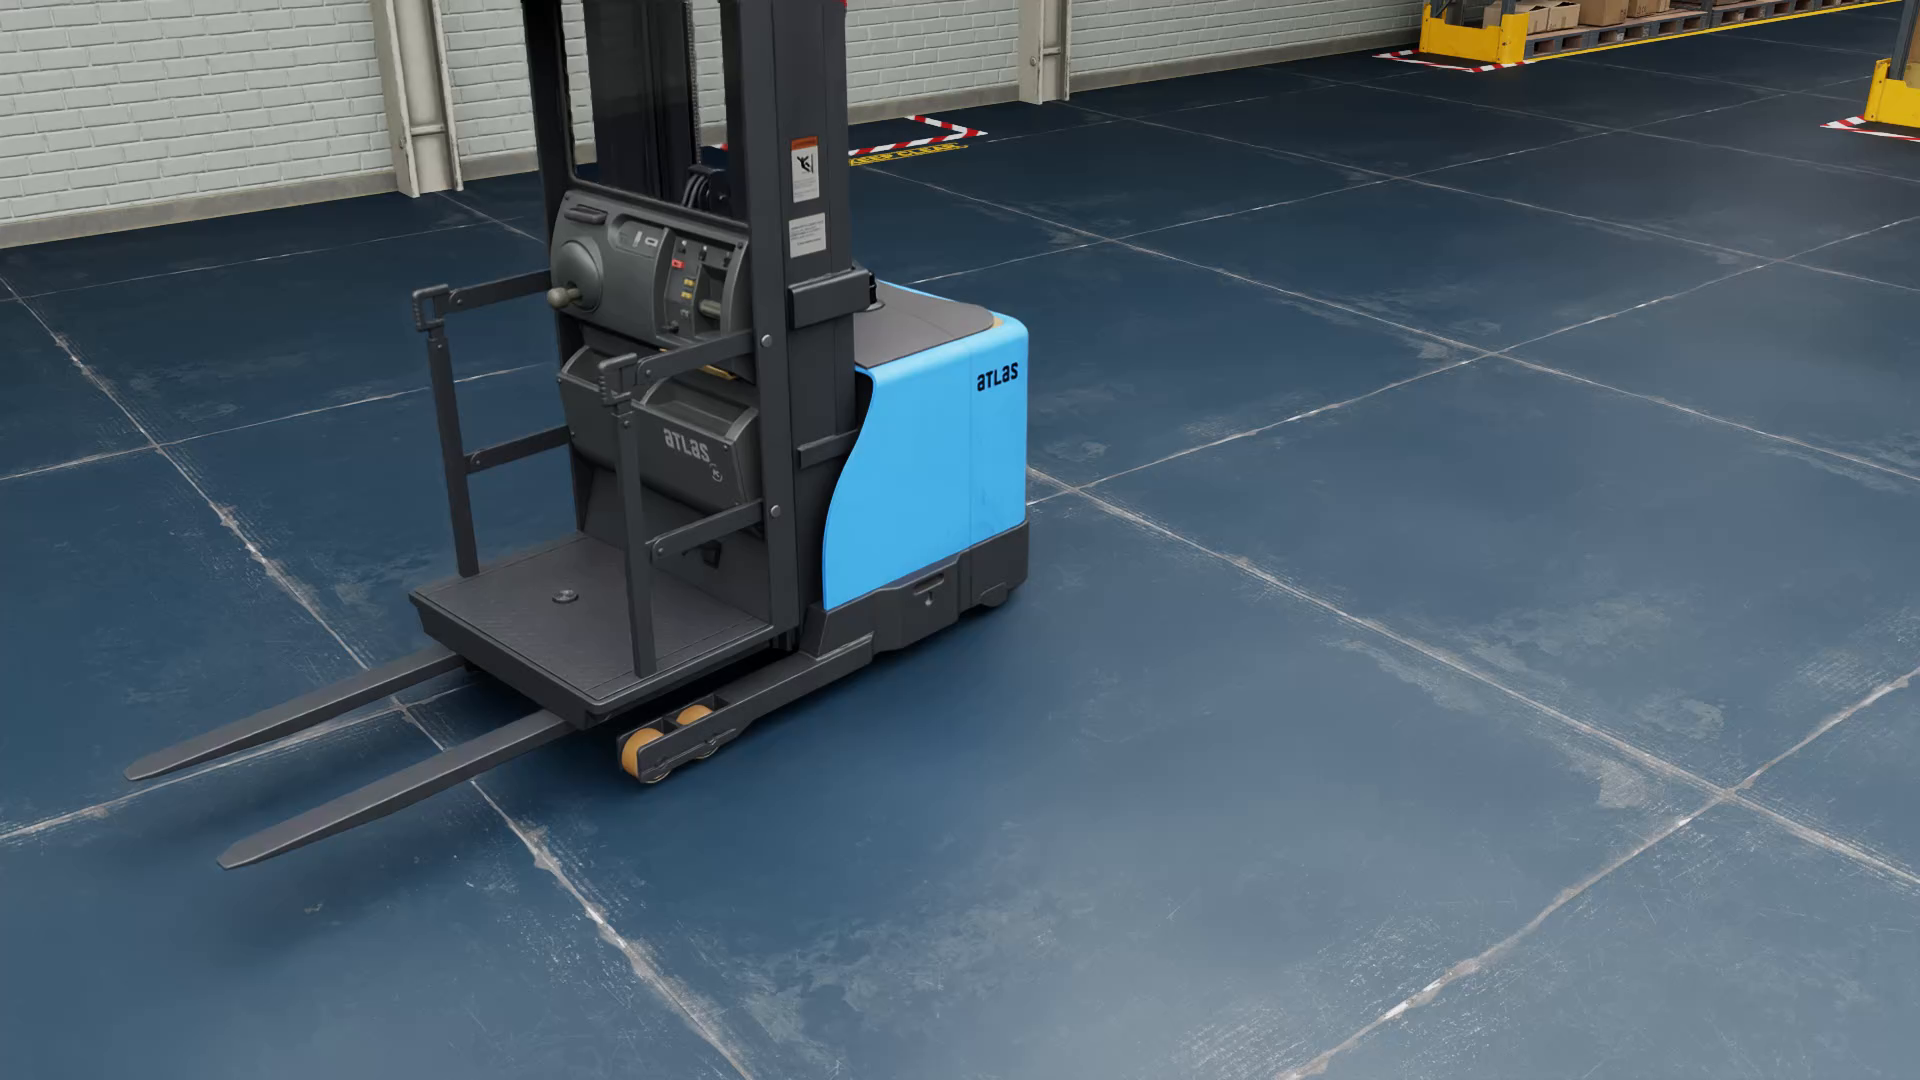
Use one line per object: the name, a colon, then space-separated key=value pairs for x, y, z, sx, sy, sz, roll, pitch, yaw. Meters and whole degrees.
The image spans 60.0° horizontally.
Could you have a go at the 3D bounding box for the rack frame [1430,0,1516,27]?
rack frame: x=5.491 y=-6.611 z=17.431 sx=0.127 sy=3.000 sz=1.000 roll=-18 pitch=31 yaw=-34

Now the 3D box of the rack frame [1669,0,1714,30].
rack frame: x=8.639 y=-7.650 z=19.670 sx=0.127 sy=3.000 sz=1.000 roll=-18 pitch=31 yaw=-34

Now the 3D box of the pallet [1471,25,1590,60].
pallet: x=6.212 y=-5.565 z=18.490 sx=1.213 sy=0.211 sz=1.003 roll=-18 pitch=31 yaw=-34

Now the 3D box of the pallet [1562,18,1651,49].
pallet: x=7.172 y=-5.880 z=19.169 sx=1.213 sy=0.211 sz=1.003 roll=-18 pitch=31 yaw=-34

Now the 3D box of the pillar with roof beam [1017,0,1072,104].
pillar with roof beam: x=3.443 y=-6.815 z=10.746 sx=0.400 sy=9.000 sz=9.100 roll=-18 pitch=31 yaw=-34

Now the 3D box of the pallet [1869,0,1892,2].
pallet: x=12.454 y=-7.604 z=22.883 sx=1.213 sy=0.211 sz=1.003 roll=-18 pitch=31 yaw=-34

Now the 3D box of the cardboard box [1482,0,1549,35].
cardboard box: x=6.091 y=-5.740 z=18.227 sx=0.500 sy=0.311 sz=0.500 roll=-23 pitch=33 yaw=-40

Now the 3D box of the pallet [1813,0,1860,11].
pallet: x=11.171 y=-7.221 z=22.059 sx=1.213 sy=0.211 sz=1.003 roll=-18 pitch=31 yaw=-34

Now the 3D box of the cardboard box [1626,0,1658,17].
cardboard box: x=7.847 y=-6.433 z=19.494 sx=0.500 sy=0.500 sz=0.500 roll=-21 pitch=32 yaw=-38

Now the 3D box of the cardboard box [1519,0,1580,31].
cardboard box: x=6.540 y=-5.889 z=18.546 sx=0.500 sy=0.311 sz=0.500 roll=-15 pitch=29 yaw=-30

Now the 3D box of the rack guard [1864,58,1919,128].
rack guard: x=8.532 y=-3.830 z=14.410 sx=0.348 sy=0.500 sz=1.175 roll=-18 pitch=31 yaw=-34

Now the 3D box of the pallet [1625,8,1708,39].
pallet: x=8.132 y=-6.199 z=19.855 sx=1.213 sy=0.211 sz=1.003 roll=-18 pitch=31 yaw=-34

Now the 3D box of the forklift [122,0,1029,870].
forklift: x=-1.124 y=-0.823 z=5.041 sx=1.130 sy=2.935 sz=3.031 roll=22 pitch=33 yaw=39

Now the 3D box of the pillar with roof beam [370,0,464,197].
pillar with roof beam: x=-1.278 y=-5.257 z=7.388 sx=0.400 sy=9.000 sz=9.100 roll=-18 pitch=31 yaw=-34

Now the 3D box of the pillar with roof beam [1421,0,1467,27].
pillar with roof beam: x=8.165 y=-8.374 z=14.104 sx=0.400 sy=9.000 sz=9.100 roll=-18 pitch=31 yaw=-34

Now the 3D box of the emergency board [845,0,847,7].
emergency board: x=-1.181 y=-4.891 z=13.726 sx=0.643 sy=1.169 sz=0.194 roll=-18 pitch=31 yaw=-34

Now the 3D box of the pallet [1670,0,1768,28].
pallet: x=9.251 y=-6.588 z=20.693 sx=1.213 sy=0.211 sz=1.003 roll=-18 pitch=31 yaw=-34

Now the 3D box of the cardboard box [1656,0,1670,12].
cardboard box: x=8.237 y=-6.415 z=19.853 sx=0.380 sy=0.166 sz=0.250 roll=22 pitch=33 yaw=39

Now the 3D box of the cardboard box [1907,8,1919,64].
cardboard box: x=8.789 y=-4.492 z=14.742 sx=0.500 sy=0.500 sz=0.500 roll=-18 pitch=31 yaw=-34

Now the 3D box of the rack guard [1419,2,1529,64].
rack guard: x=5.551 y=-5.496 z=17.999 sx=0.348 sy=0.500 sz=1.175 roll=-18 pitch=31 yaw=-34

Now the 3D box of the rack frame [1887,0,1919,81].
rack frame: x=8.551 y=-4.971 z=13.897 sx=0.127 sy=3.000 sz=1.000 roll=-18 pitch=31 yaw=-34

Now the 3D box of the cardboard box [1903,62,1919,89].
cardboard box: x=8.791 y=-4.151 z=14.898 sx=0.500 sy=0.250 sz=0.500 roll=-18 pitch=31 yaw=-34

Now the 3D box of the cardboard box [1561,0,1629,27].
cardboard box: x=7.148 y=-6.148 z=18.881 sx=0.500 sy=0.500 sz=0.700 roll=-21 pitch=32 yaw=-37

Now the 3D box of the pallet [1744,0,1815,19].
pallet: x=10.211 y=-6.906 z=21.380 sx=1.213 sy=0.211 sz=1.003 roll=-18 pitch=31 yaw=-34

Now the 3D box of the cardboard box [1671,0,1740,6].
cardboard box: x=9.208 y=-6.912 z=20.527 sx=0.500 sy=0.500 sz=0.700 roll=-17 pitch=30 yaw=-32

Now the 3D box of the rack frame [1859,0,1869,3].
rack frame: x=11.787 y=-8.689 z=21.908 sx=0.127 sy=3.000 sz=1.000 roll=-18 pitch=31 yaw=-34
